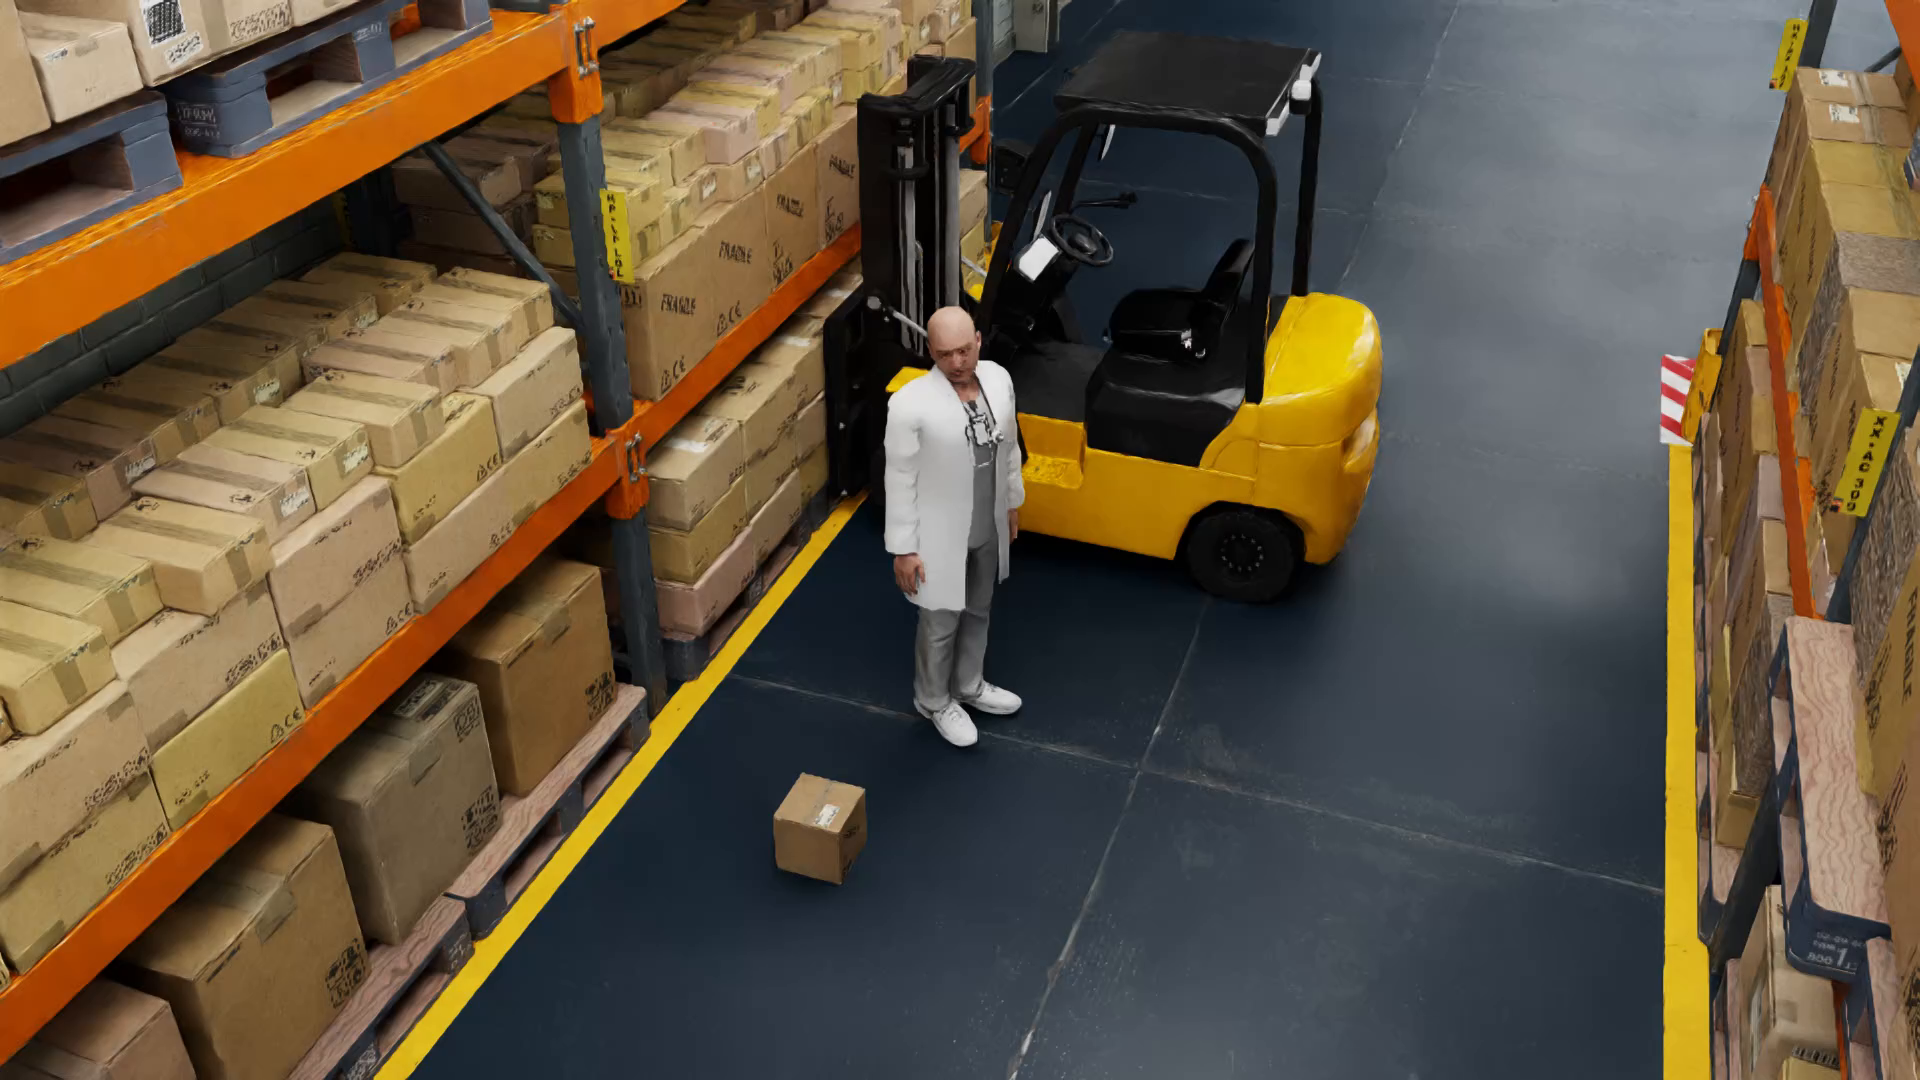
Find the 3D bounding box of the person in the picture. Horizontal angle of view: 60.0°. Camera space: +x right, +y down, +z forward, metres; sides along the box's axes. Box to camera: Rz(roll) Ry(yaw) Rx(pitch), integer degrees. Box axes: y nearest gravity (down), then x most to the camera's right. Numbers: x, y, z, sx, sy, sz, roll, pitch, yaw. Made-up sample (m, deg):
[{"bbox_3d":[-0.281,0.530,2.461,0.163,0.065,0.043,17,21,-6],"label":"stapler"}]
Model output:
[{"bbox_3d":[0.001,-0.039,6.175,0.646,1.781,0.375,-26,41,-34],"label":"person"}]
